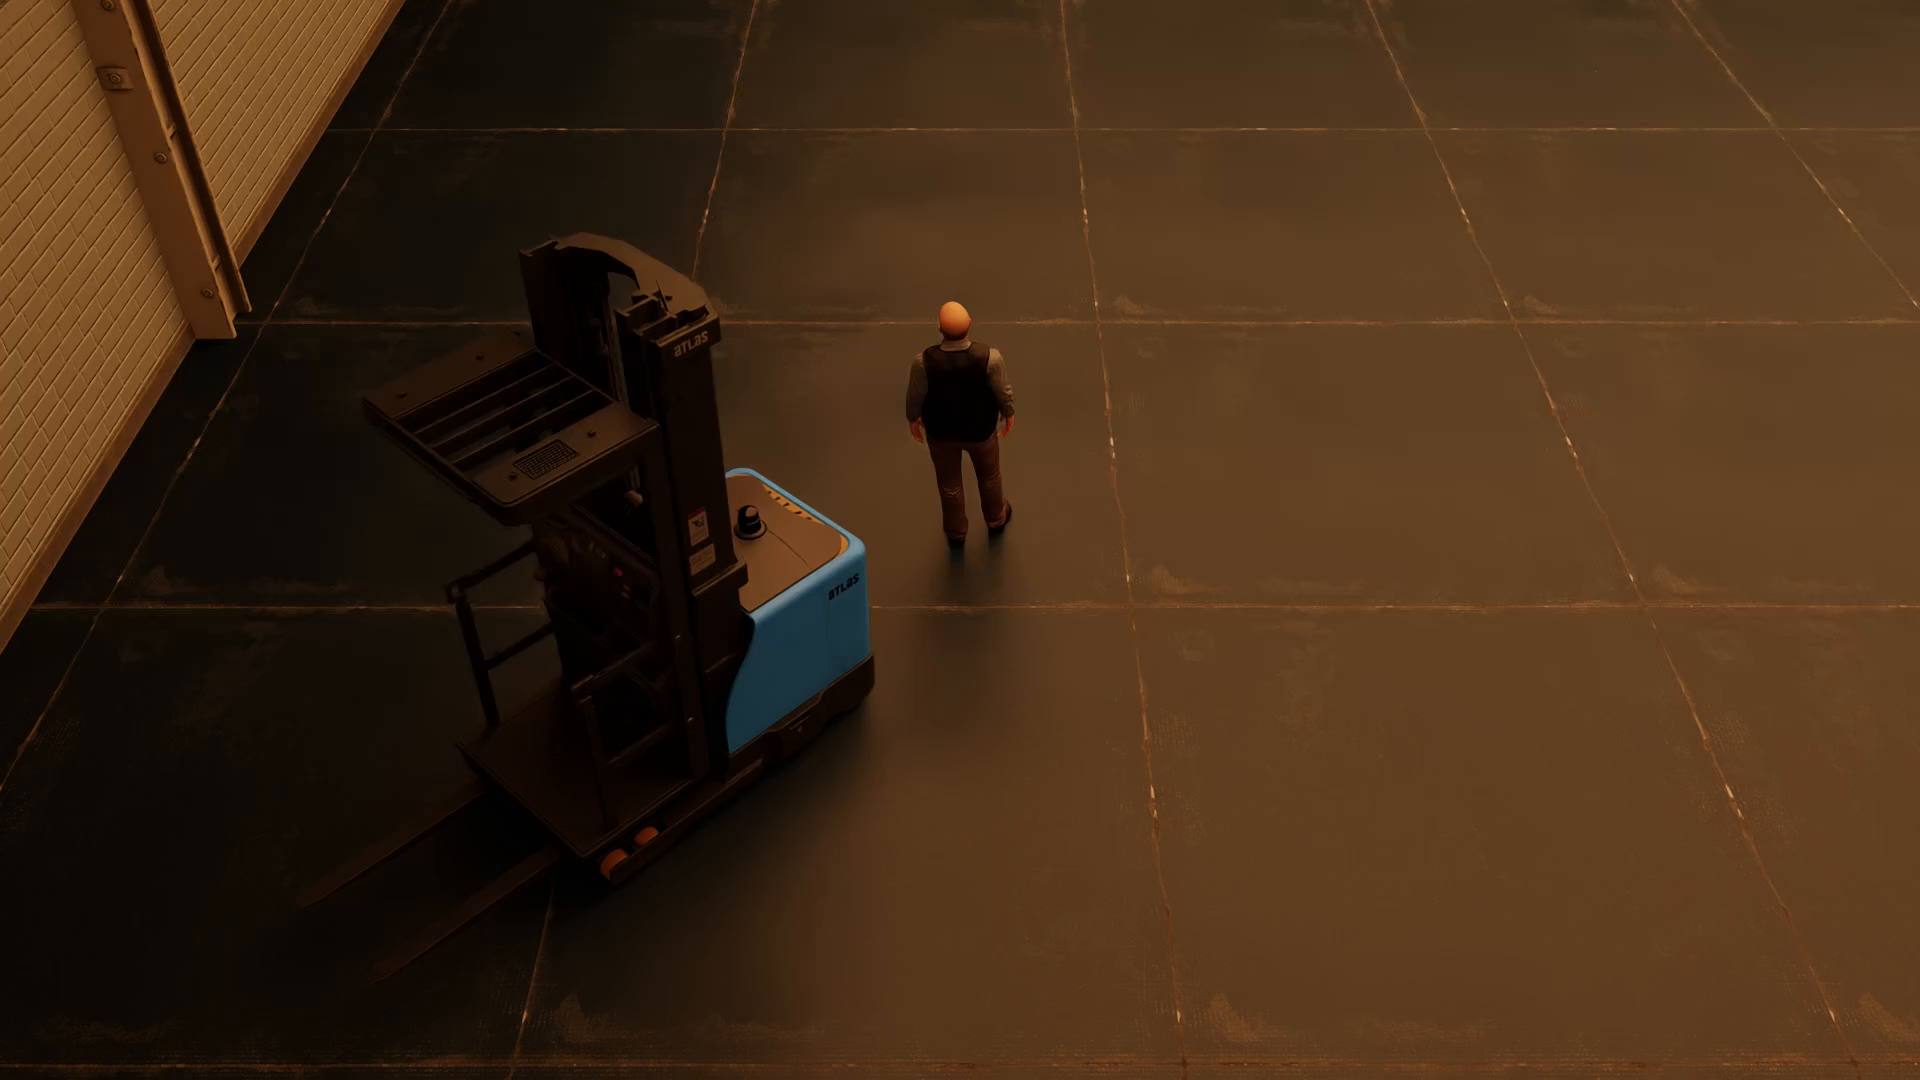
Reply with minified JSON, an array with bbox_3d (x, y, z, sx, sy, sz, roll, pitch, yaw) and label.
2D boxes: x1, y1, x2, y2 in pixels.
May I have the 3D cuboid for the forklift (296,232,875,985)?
[{"bbox_3d":[-1.849,0.198,7.689,1.130,2.935,3.031,32,50,32],"label":"forklift"}]

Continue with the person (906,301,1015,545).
[{"bbox_3d":[0.007,-0.699,9.647,0.633,1.722,0.566,0,41,0],"label":"person"}]
